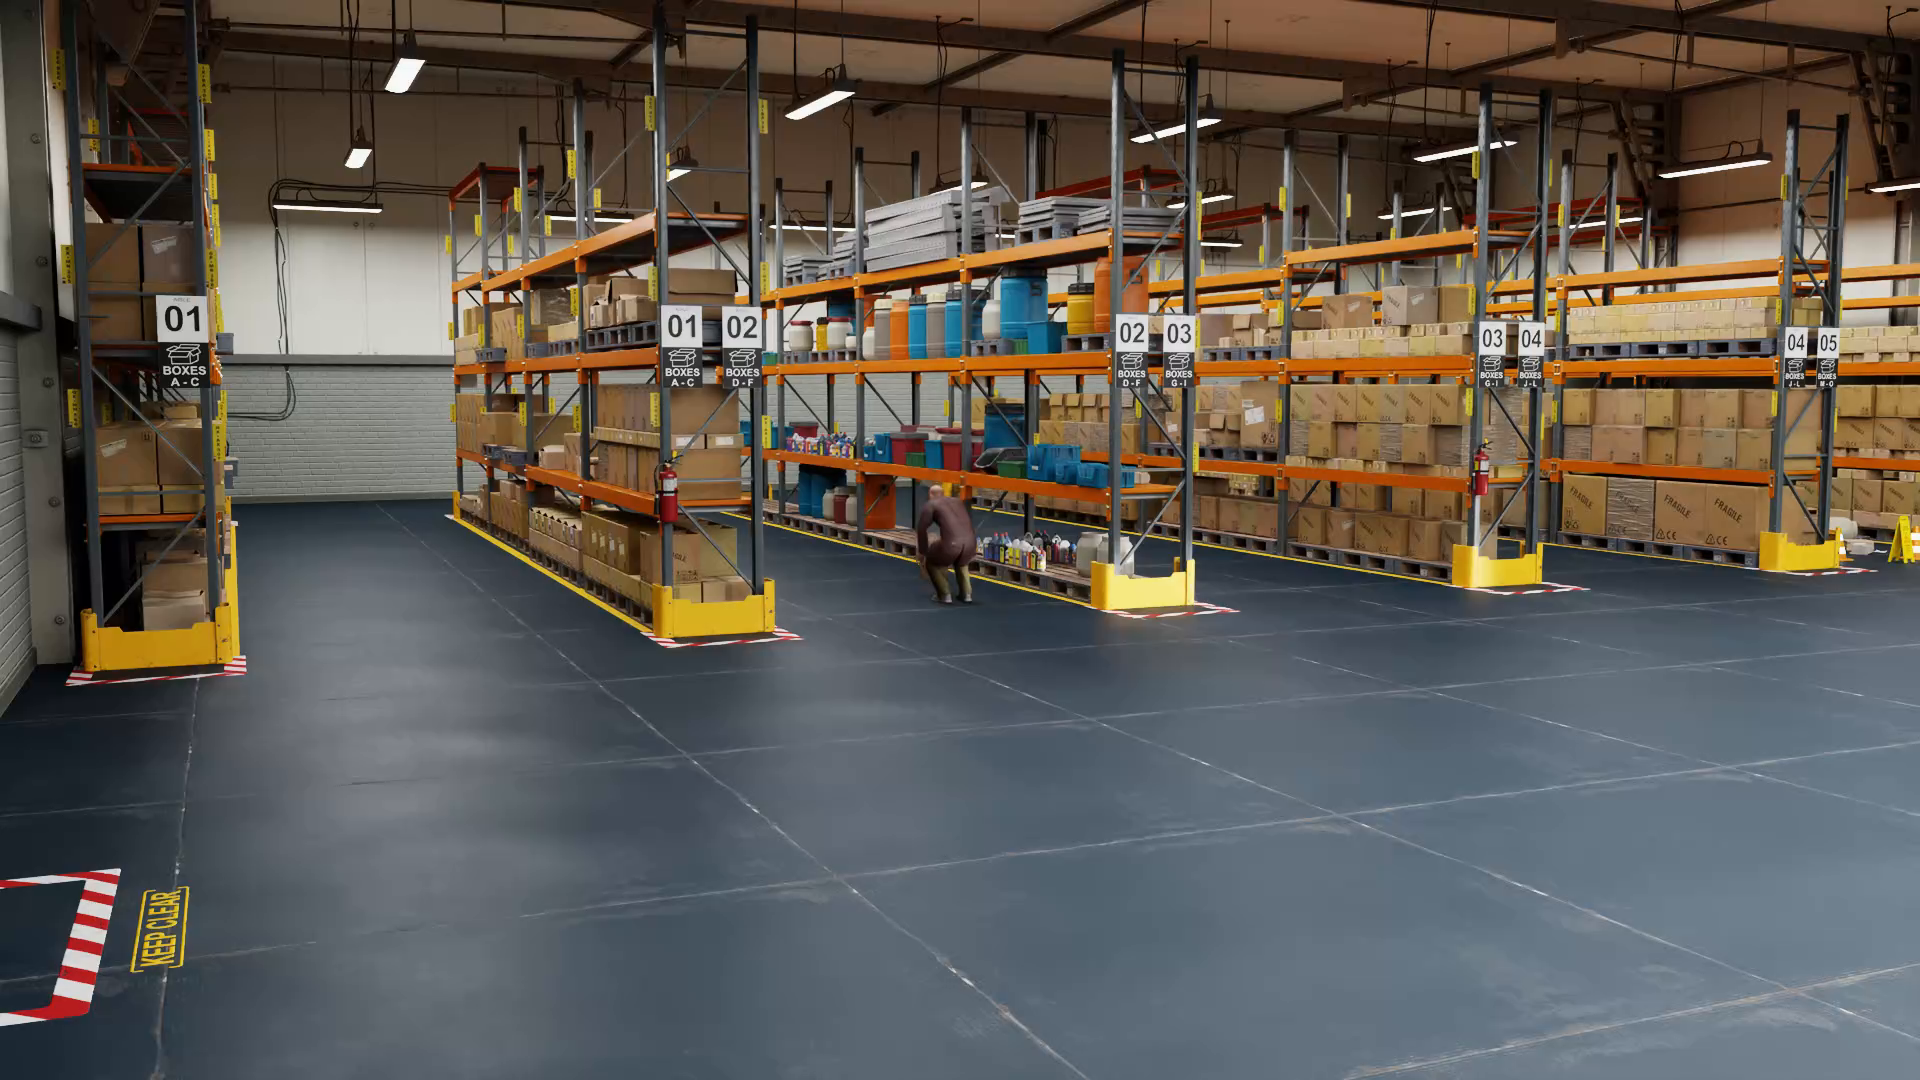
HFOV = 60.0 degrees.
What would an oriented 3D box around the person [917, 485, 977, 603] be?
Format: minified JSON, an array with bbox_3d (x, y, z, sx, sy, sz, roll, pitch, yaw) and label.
[{"bbox_3d":[-0.140,0.045,18.796,0.634,1.306,0.776,-2,6,-24],"label":"person"}]
